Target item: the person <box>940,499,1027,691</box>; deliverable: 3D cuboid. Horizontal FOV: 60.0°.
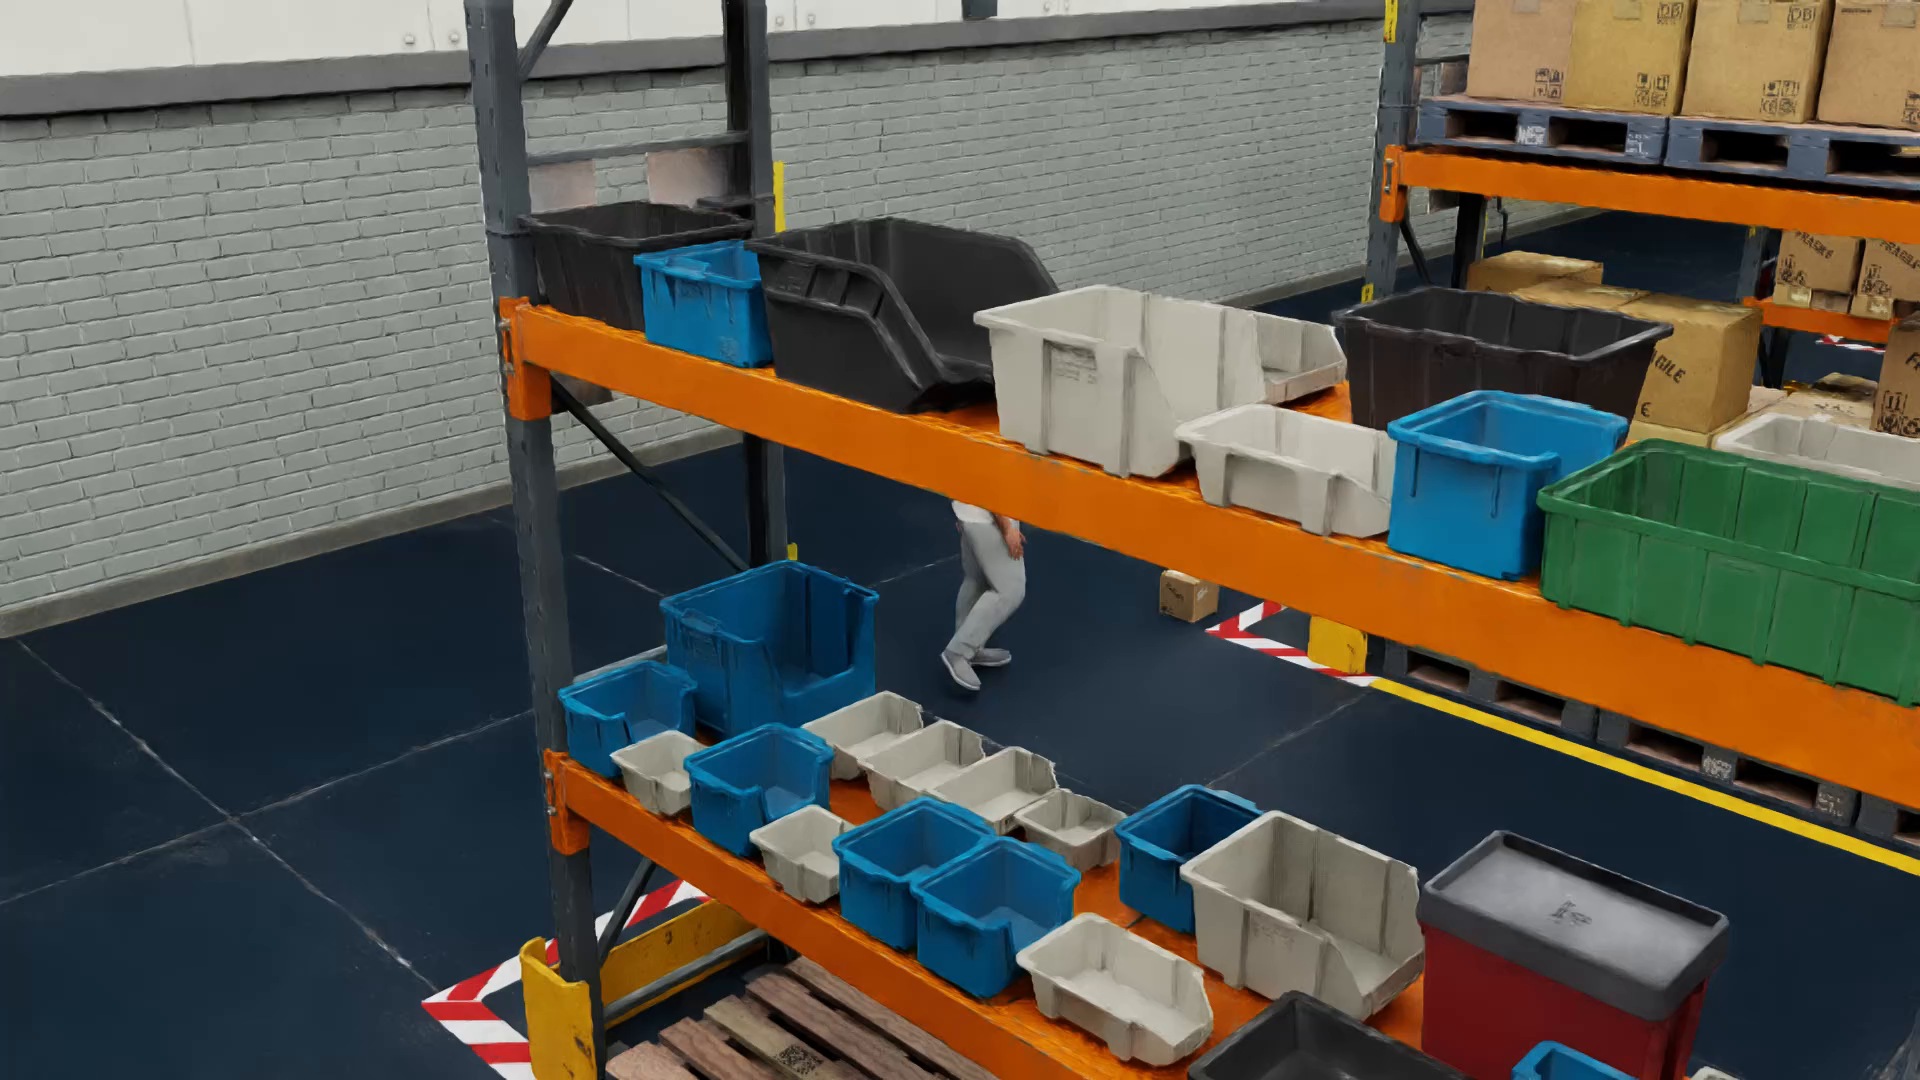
[{"bbox_3d":[0.124,-0.101,8.797,0.498,1.739,0.721,-3,21,-8],"label":"person"}]
